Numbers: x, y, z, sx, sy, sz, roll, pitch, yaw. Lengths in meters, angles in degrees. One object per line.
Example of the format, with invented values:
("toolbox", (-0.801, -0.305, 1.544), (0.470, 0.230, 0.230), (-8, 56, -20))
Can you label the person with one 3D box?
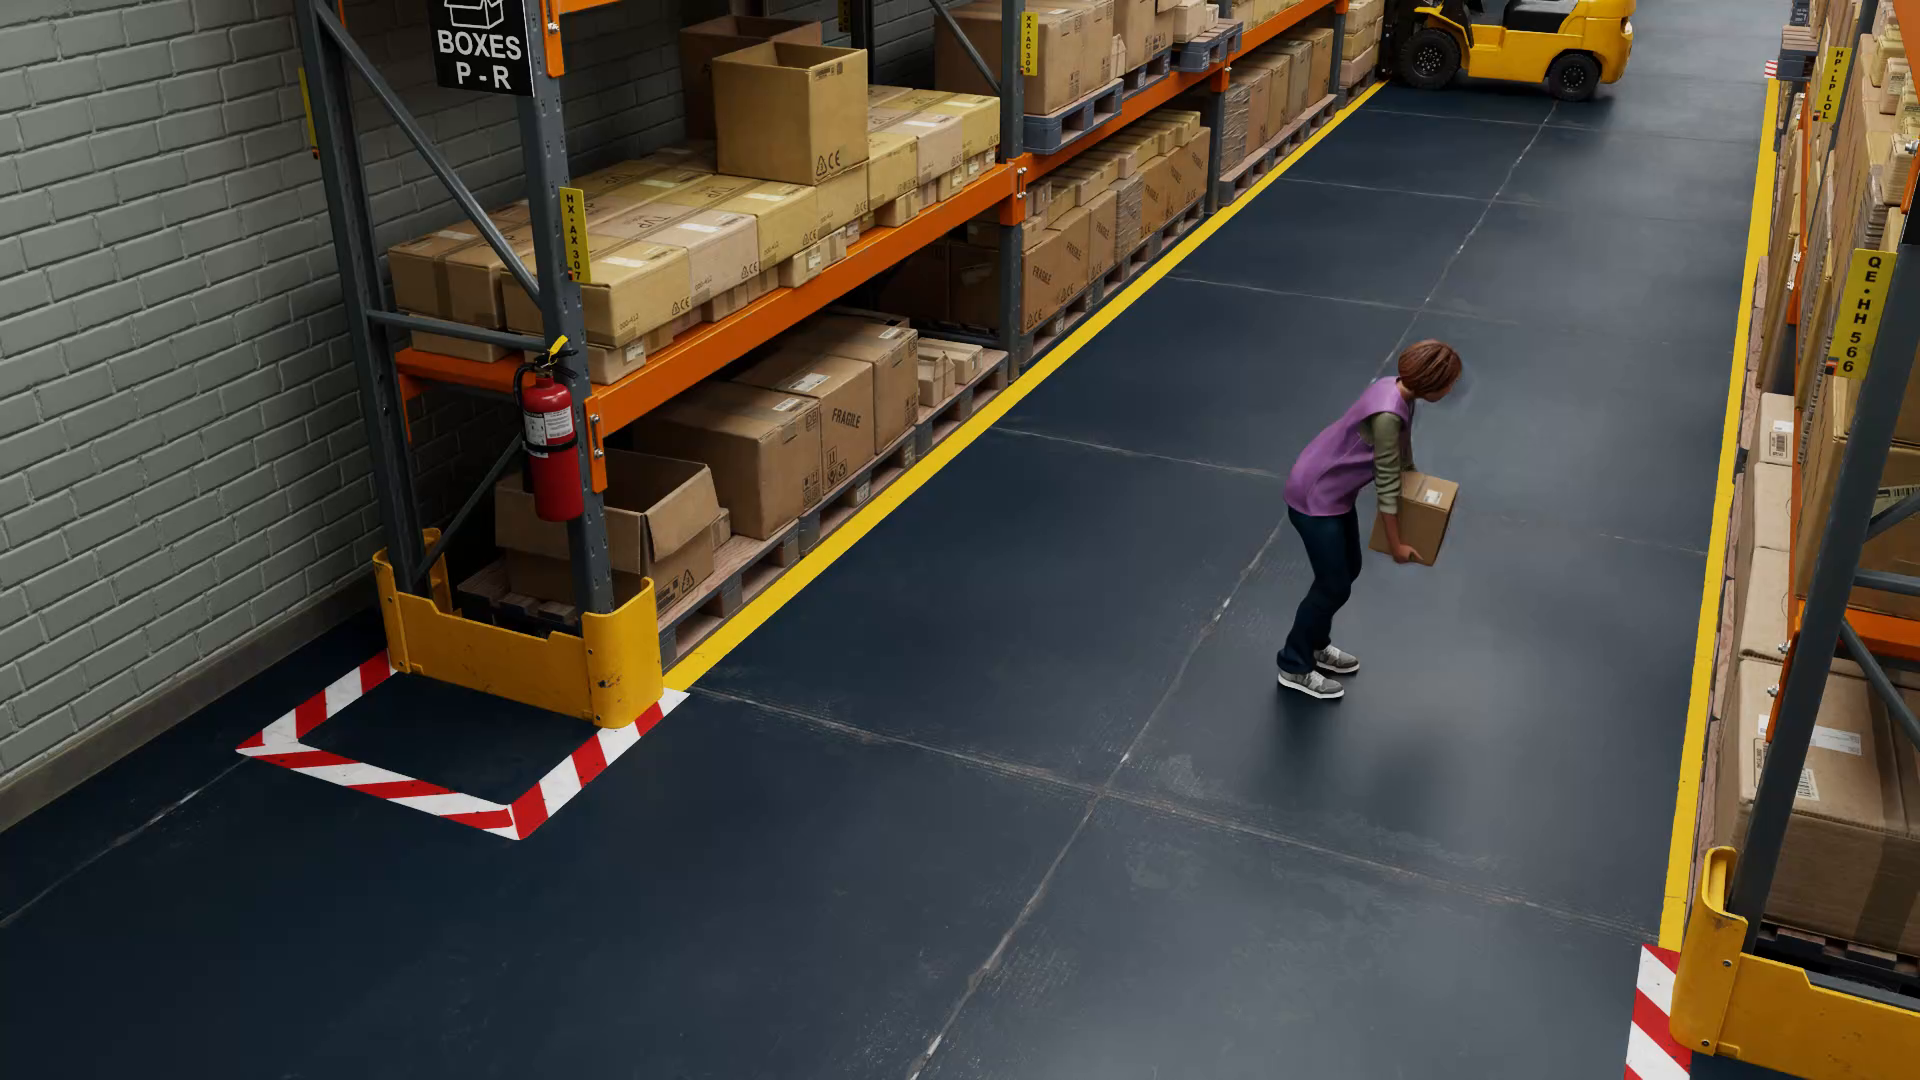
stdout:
("person", (1.542, -0.087, 6.421), (0.598, 1.495, 0.375), (11, 29, 21))
